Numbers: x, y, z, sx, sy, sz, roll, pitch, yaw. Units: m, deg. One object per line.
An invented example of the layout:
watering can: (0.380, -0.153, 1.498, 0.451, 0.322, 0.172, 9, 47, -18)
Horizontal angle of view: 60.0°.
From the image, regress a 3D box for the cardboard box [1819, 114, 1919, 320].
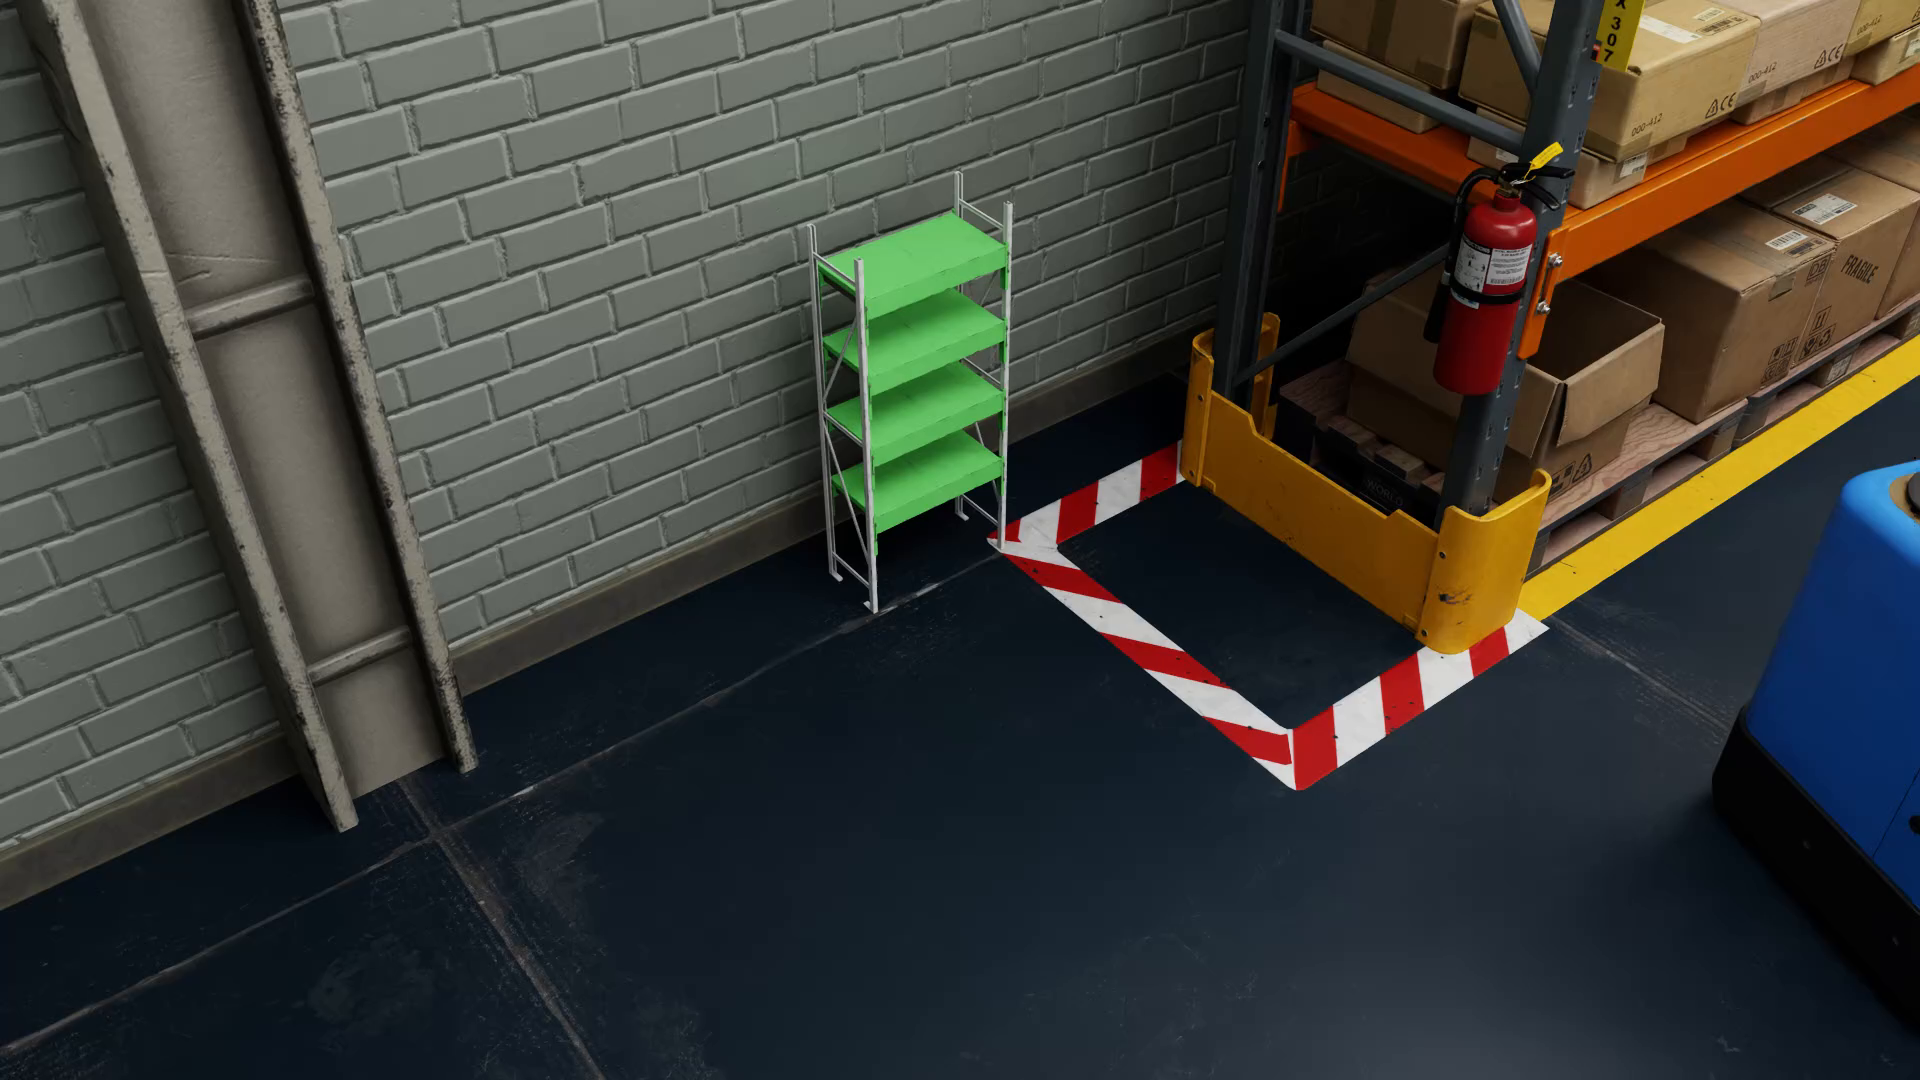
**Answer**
cardboard box: (3.203, -1.236, 6.032, 0.500, 0.500, 0.700, -28, 47, -30)

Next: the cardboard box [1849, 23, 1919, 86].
cardboard box: (2.615, -1.504, 4.917, 0.250, 0.149, 0.380, -27, 47, -29)

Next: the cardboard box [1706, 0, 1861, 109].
cardboard box: (2.059, -1.431, 4.513, 0.500, 0.250, 0.500, -25, 46, -28)

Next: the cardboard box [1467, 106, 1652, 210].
cardboard box: (1.563, -1.031, 4.340, 0.250, 0.149, 0.380, -26, 46, -28)

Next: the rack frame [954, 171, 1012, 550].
rack frame: (0.062, -0.494, 4.906, 0.015, 1.200, 0.240, -26, 46, -28)

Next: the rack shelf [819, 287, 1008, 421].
rack shelf: (-0.131, -0.536, 4.680, 0.480, 0.148, 0.258, -26, 46, -28)

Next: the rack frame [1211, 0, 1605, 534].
rack frame: (1.135, -1.139, 4.274, 0.127, 3.000, 1.000, -26, 46, -28)

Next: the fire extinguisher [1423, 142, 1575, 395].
fire extinguisher: (1.300, -0.676, 4.064, 0.183, 0.674, 0.296, -26, 46, -28)

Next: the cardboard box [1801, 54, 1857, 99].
cardboard box: (2.369, -1.444, 4.844, 0.250, 0.149, 0.380, -25, 46, -27)

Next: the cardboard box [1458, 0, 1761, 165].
cardboard box: (1.659, -1.236, 4.276, 0.500, 0.250, 0.500, -26, 46, -28)

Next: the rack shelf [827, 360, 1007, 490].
rack shelf: (-0.131, -0.351, 4.832, 0.480, 0.148, 0.258, -26, 46, -28)

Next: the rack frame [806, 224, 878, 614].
rack frame: (-0.325, -0.306, 4.676, 0.015, 1.200, 0.240, -26, 46, -28)

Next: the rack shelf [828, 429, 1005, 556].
rack shelf: (-0.131, -0.165, 4.984, 0.480, 0.148, 0.258, -26, 46, -28)

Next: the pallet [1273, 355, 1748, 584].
pallet: (1.827, -0.399, 5.570, 1.213, 0.211, 1.003, -26, 46, -28)

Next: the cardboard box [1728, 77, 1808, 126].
cardboard box: (2.162, -1.339, 4.715, 0.250, 0.149, 0.380, -25, 45, -27)

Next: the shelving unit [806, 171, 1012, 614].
shelving unit: (-0.131, -0.400, 4.791, 0.503, 1.200, 0.258, -26, 46, -28)

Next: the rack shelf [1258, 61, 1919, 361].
rack shelf: (2.721, -1.634, 5.444, 4.000, 0.370, 1.077, -26, 46, -28)

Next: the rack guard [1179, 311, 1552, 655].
rack guard: (1.196, -0.202, 5.103, 0.348, 0.500, 1.175, -26, 46, -28)

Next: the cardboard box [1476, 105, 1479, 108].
cardboard box: (1.473, -1.373, 4.756, 0.250, 0.149, 0.380, -25, 45, -27)

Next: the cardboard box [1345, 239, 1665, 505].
cardboard box: (1.678, -0.525, 5.163, 0.637, 0.503, 0.797, -28, 47, -30)

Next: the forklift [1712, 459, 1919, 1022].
forklift: (3.541, -0.448, 3.485, 3.031, 2.935, 1.130, -12, 41, -14)

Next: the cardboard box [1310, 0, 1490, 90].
cardboard box: (1.338, -1.508, 4.607, 0.500, 0.250, 0.500, -25, 45, -27)

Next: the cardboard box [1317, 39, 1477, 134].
cardboard box: (1.235, -1.305, 4.674, 0.250, 0.149, 0.380, -27, 46, -29)

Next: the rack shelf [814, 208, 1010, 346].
rack shelf: (-0.131, -0.722, 4.527, 0.480, 0.148, 0.258, -26, 46, -28)

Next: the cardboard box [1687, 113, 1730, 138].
cardboard box: (1.924, -1.272, 4.634, 0.250, 0.149, 0.380, -27, 46, -29)

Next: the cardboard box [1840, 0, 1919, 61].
cardboard box: (2.459, -1.629, 4.754, 0.500, 0.250, 0.500, -27, 46, -29)

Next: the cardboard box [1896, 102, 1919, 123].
cardboard box: (3.639, -1.672, 6.712, 0.500, 0.311, 0.500, -24, 45, -27)

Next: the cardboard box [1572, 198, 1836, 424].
cardboard box: (2.380, -0.835, 5.543, 0.500, 0.500, 0.700, -24, 45, -26)

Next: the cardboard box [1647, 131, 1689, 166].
cardboard box: (1.737, -1.153, 4.489, 0.250, 0.149, 0.380, -25, 45, -27)

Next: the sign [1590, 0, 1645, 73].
sign: (1.466, -1.201, 3.667, 0.005, 0.325, 0.100, -26, 46, -28)

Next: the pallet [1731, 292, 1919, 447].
pallet: (2.794, -0.868, 6.142, 1.213, 0.211, 1.003, -26, 46, -28)

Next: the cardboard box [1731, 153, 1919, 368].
cardboard box: (2.860, -0.989, 5.730, 0.500, 0.500, 0.500, -25, 46, -27)

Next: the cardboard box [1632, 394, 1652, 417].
cardboard box: (2.039, -0.533, 5.451, 0.250, 0.149, 0.380, -28, 47, -30)
